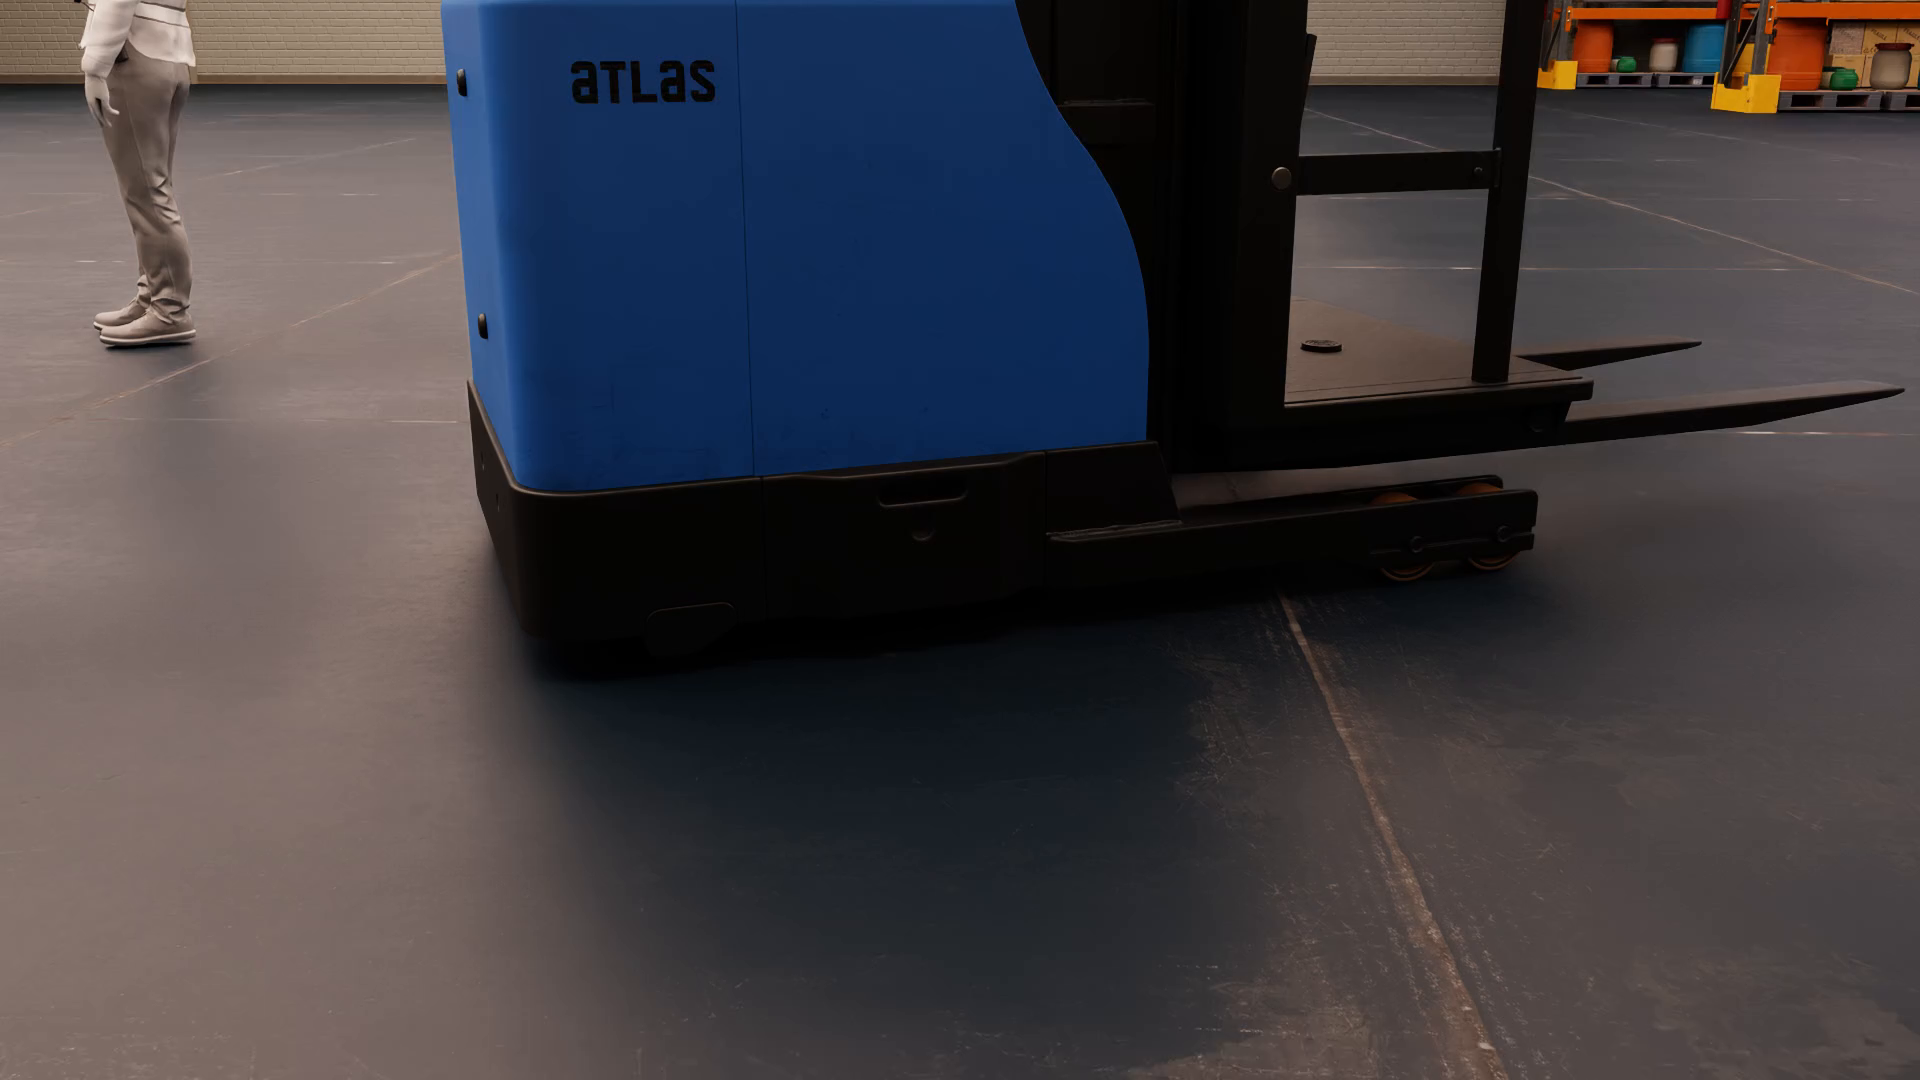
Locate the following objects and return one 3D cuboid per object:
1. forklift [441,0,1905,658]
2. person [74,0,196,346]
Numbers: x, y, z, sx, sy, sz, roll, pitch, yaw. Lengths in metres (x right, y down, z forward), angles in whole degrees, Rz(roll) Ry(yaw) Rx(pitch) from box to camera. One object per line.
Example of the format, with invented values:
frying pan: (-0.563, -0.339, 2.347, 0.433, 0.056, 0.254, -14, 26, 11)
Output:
forklift: (0.571, -1.462, 3.137, 3.031, 2.935, 1.130, -6, 18, -19)
person: (-2.634, -1.461, 5.194, 0.532, 1.696, 0.589, -2, 17, -7)
